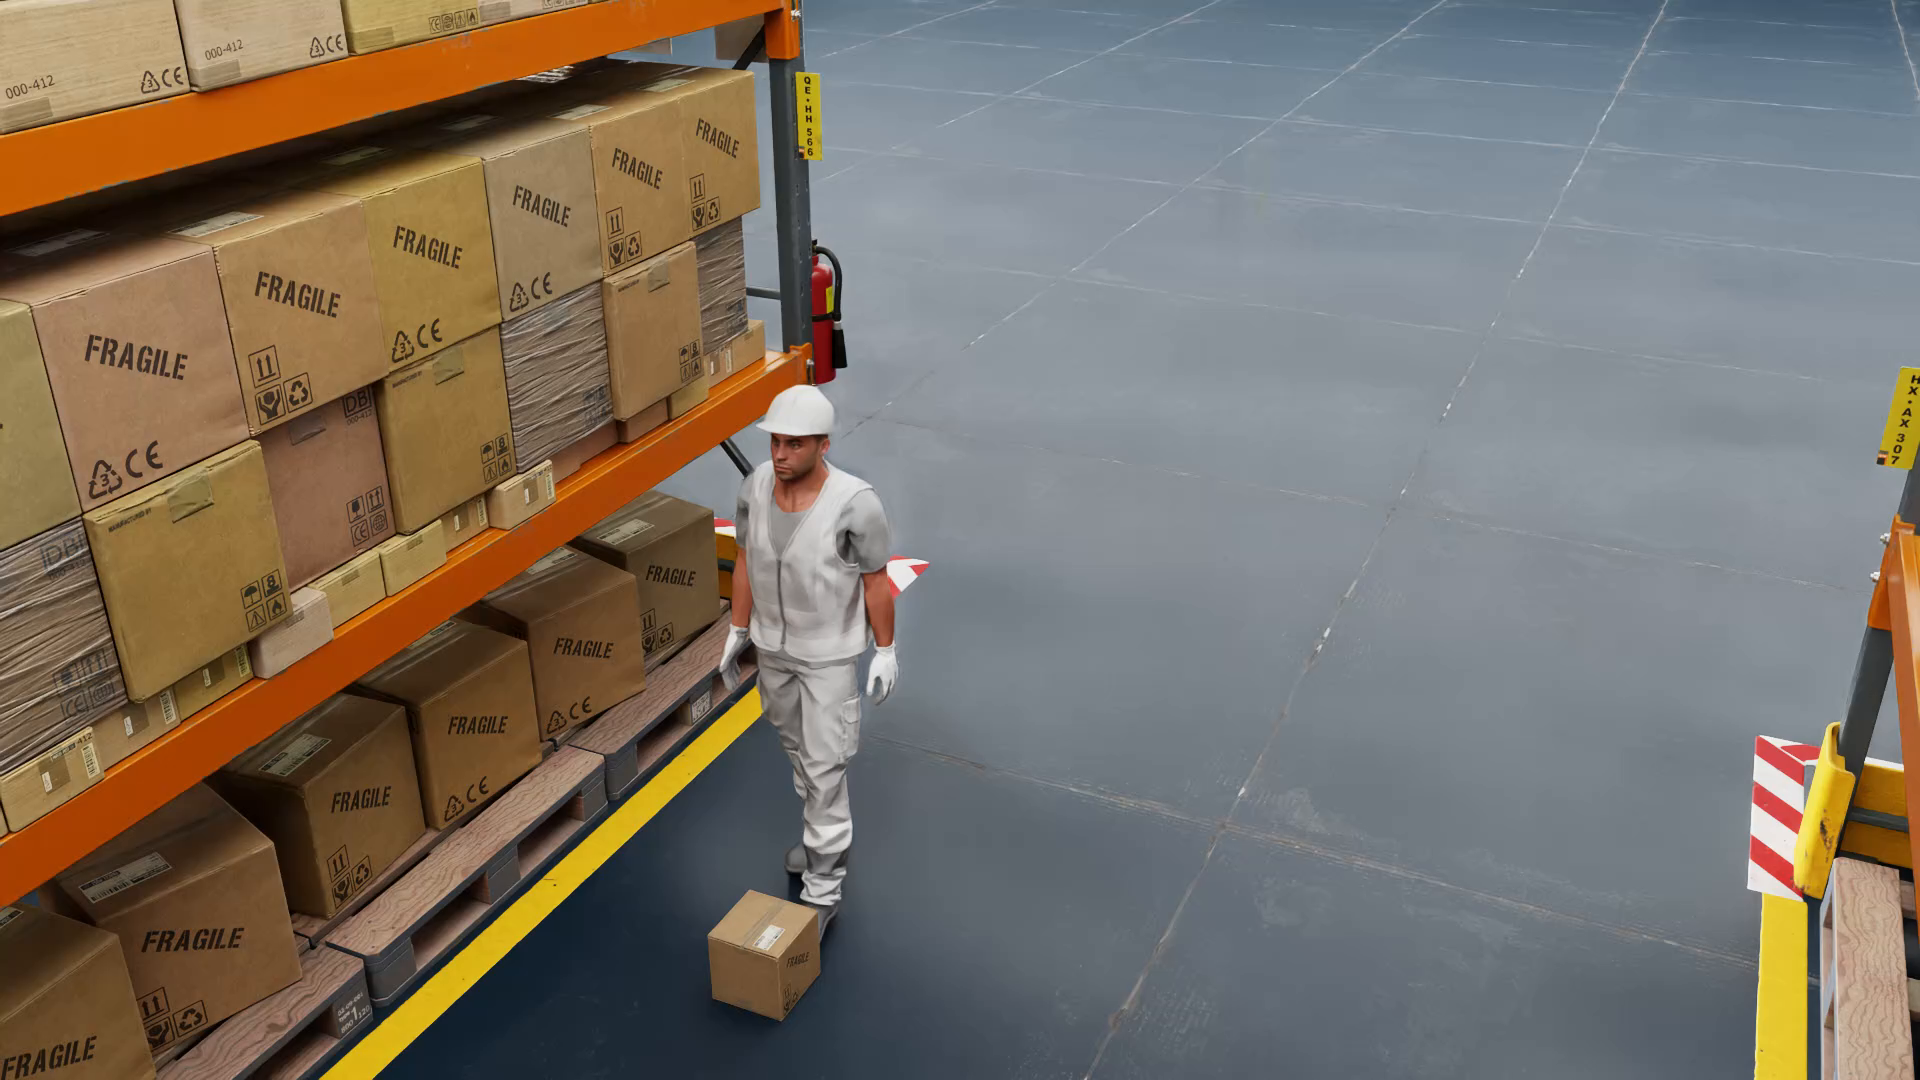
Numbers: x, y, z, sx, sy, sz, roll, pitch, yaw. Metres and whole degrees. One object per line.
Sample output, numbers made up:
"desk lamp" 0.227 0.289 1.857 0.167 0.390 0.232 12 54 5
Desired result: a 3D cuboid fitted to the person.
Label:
"person" -0.536 0.386 5.259 0.549 1.781 0.668 14 29 26
